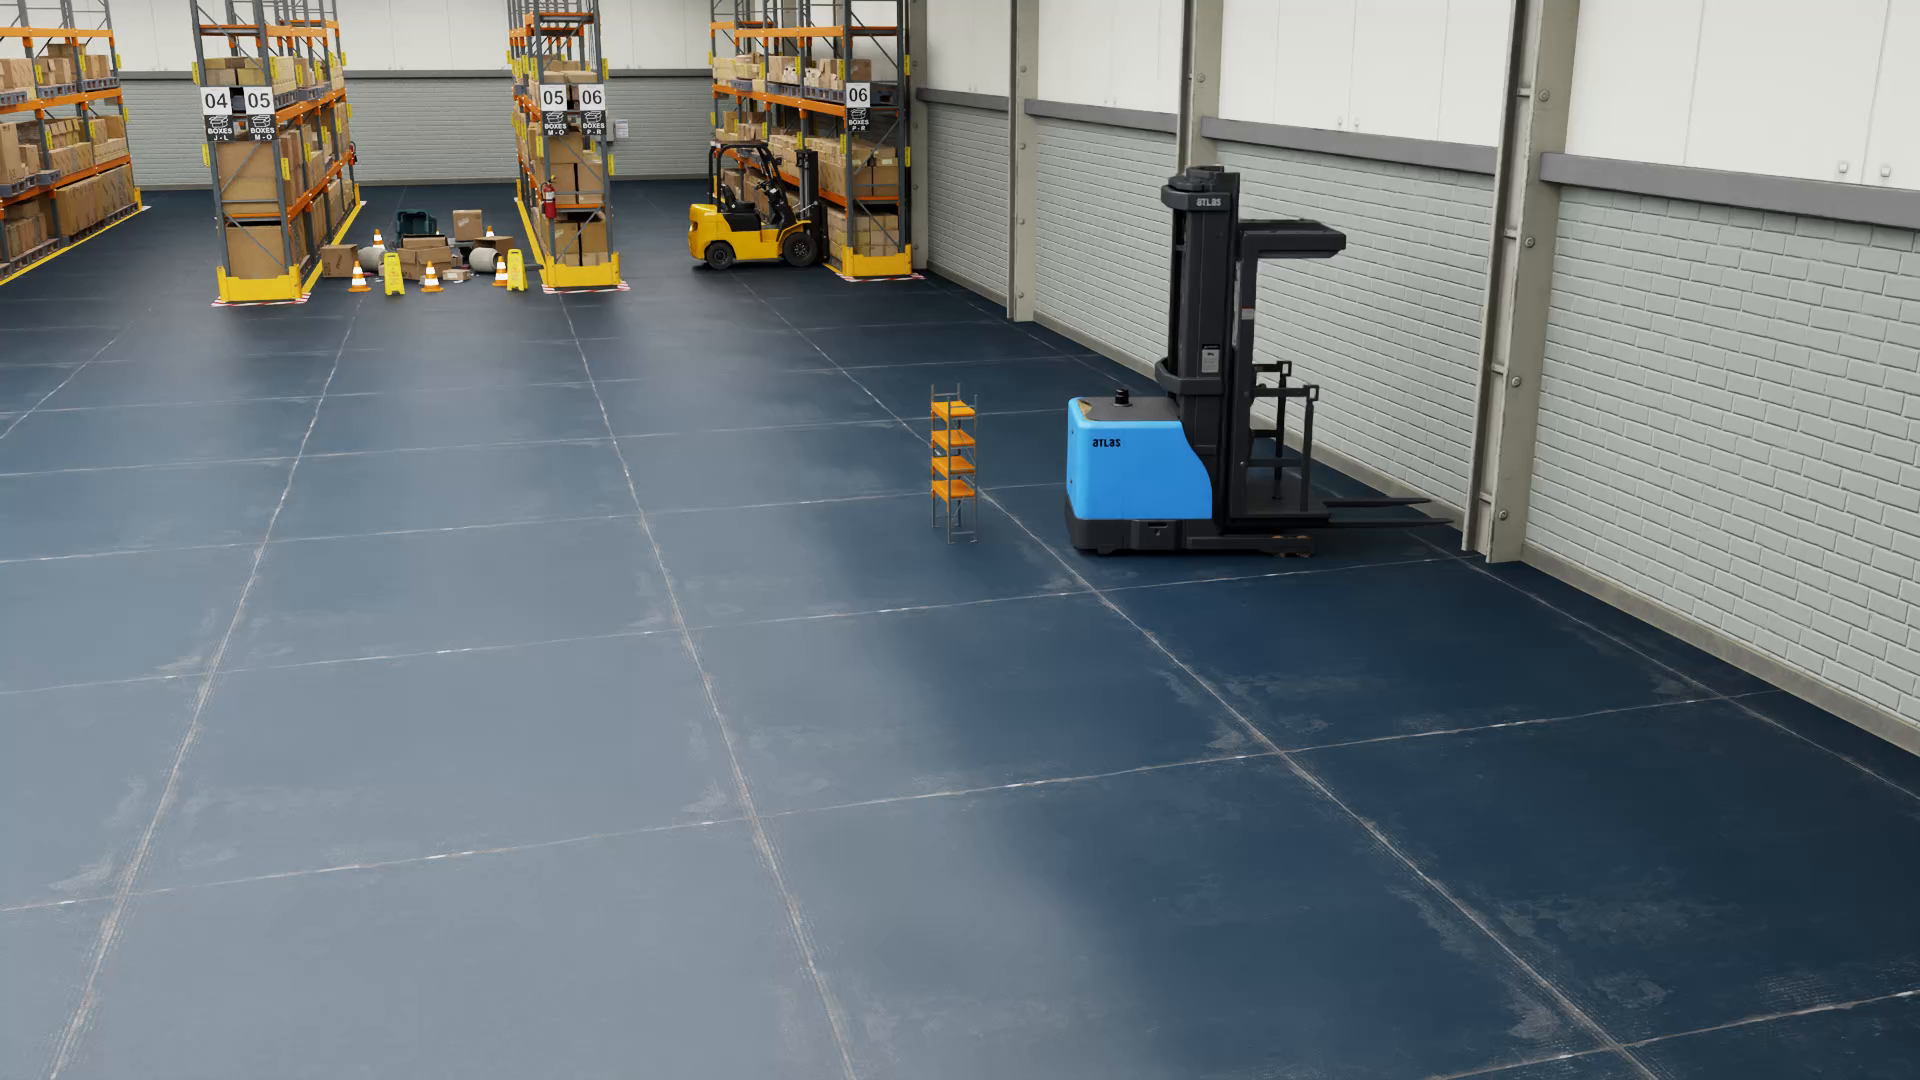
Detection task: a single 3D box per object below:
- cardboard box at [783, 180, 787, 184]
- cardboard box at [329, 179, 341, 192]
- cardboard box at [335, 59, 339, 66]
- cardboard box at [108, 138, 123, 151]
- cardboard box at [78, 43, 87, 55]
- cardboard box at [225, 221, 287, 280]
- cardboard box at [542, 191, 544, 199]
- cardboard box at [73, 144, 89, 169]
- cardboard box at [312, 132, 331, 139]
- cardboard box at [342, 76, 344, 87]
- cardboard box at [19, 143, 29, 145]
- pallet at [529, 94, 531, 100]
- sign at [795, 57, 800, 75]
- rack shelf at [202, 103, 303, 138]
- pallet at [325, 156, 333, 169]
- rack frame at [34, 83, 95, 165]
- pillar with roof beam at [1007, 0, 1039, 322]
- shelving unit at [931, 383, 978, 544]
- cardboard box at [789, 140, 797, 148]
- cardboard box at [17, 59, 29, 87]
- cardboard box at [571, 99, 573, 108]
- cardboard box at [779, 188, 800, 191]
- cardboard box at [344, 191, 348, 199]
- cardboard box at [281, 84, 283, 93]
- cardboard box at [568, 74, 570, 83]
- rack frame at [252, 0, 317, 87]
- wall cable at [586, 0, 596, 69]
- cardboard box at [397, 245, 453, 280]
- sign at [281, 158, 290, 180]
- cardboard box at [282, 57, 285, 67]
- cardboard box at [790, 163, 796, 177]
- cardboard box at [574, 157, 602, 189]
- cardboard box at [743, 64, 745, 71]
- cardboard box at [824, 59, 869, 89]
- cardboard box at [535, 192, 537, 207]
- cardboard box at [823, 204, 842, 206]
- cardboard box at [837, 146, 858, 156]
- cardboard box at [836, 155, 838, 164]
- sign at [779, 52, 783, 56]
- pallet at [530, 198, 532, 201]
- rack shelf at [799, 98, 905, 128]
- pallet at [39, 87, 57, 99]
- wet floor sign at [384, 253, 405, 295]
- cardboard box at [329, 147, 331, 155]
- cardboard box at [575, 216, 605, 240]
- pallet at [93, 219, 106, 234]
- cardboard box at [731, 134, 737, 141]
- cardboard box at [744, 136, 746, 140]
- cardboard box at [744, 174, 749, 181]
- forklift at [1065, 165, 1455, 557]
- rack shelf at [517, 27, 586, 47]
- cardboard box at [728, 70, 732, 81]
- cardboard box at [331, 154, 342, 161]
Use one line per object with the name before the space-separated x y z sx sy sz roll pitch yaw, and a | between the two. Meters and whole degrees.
cardboard box | -3.775 -8.024 37.440 0.380 0.149 0.250 -5 17 -16
cardboard box | -13.790 -7.723 36.259 0.500 0.250 0.500 -5 17 -17
cardboard box | -14.741 -11.167 38.899 0.380 0.149 0.250 -4 17 -14
cardboard box | -19.606 -9.105 38.293 0.500 0.250 0.500 -5 17 -16
cardboard box | -19.588 -10.821 36.667 0.500 0.250 0.500 -5 18 -17
cardboard box | -11.190 -4.592 26.489 0.875 0.875 0.875 -5 17 -15
cardboard box | -6.842 -5.815 28.032 0.380 0.149 0.250 -4 17 -14
cardboard box | -18.514 -7.984 34.644 0.500 0.500 0.500 -4 17 -14
cardboard box | -13.939 -8.816 36.259 0.380 0.149 0.250 -4 17 -13
cardboard box | -14.957 -10.912 39.611 0.500 0.250 0.500 -5 17 -16
cardboard box | -17.748 -7.178 31.230 0.500 0.500 0.500 -7 18 -22
pallet | -7.375 -8.278 30.908 1.213 0.211 1.003 -5 17 -15
sign | -3.055 -8.935 31.323 0.100 0.325 0.005 -5 17 -15
rack shelf | -11.489 -6.872 27.151 1.077 0.370 4.000 -5 17 -15
pallet | -13.722 -7.892 34.843 1.003 0.211 1.213 -5 17 -15
rack frame | -19.034 -8.181 35.475 1.000 3.000 0.127 -5 17 -15
pillar with roof beam | -3.252 -7.176 21.700 9.100 9.000 0.400 -5 17 -15
shelving unit | -0.046 -0.620 13.432 0.258 1.200 0.503 -5 17 -15
cardboard box | -3.223 -7.932 33.343 0.380 0.149 0.250 -5 17 -15
cardboard box | -17.412 -8.546 30.431 0.500 0.500 0.500 -5 17 -15
cardboard box | -6.277 -7.287 27.721 0.380 0.149 0.250 -5 17 -16
cardboard box | -3.477 -7.142 35.413 0.875 0.625 0.625 -4 17 -13
cardboard box | -14.420 -8.005 38.594 0.380 0.149 0.250 -5 17 -16
cardboard box | -11.003 -7.191 26.497 0.380 0.149 0.250 -5 17 -15
cardboard box | -6.194 -7.527 27.132 0.380 0.149 0.250 -5 17 -15
rack frame | -13.138 -10.312 32.141 1.000 3.000 0.127 -5 17 -15
wall cable | -9.026 -14.782 46.956 2.988 3.039 0.133 -5 17 -15
cardboard box | -9.125 -4.736 28.343 0.637 0.503 0.797 11 20 32
sign | -10.404 -5.721 25.642 0.100 0.325 0.005 -5 17 -15
cardboard box | -11.214 -7.784 27.084 0.380 0.149 0.250 -4 17 -15
cardboard box | -3.069 -7.331 32.904 0.500 0.250 0.500 -5 17 -16
cardboard box | -6.358 -6.273 28.430 0.500 0.500 0.500 -5 17 -16
cardboard box | -4.654 -10.598 37.321 0.380 0.149 0.250 -5 17 -15
cardboard box | -1.978 -8.167 29.135 0.700 0.500 0.500 -5 17 -15
cardboard box | -9.003 -7.734 36.949 0.875 0.875 0.875 -4 17 -14
cardboard box | -2.426 -6.071 30.761 0.500 0.250 0.500 -4 17 -13
cardboard box | -1.933 -6.759 28.919 0.380 0.149 0.250 -4 17 -14
cardboard box | -1.970 -6.686 29.194 0.380 0.149 0.250 -5 17 -16
sign | -4.202 -11.276 38.980 0.100 0.325 0.005 -5 17 -15
pallet | -9.978 -8.184 40.331 1.003 0.211 1.213 -5 17 -15
rack shelf | -1.986 -7.684 29.856 1.077 0.370 4.000 -5 17 -15
pallet | -18.163 -8.595 31.966 1.213 0.211 1.003 -4 17 -13
wet floor sign | -9.028 -4.247 26.470 0.267 0.644 0.232 -8 18 -25
cardboard box | -13.799 -8.391 35.880 0.380 0.149 0.250 -5 17 -15
cardboard box | -6.319 -5.285 28.578 0.500 0.500 0.500 -5 18 -17
pallet | -18.750 -6.638 35.185 1.003 0.211 1.213 -5 17 -15
cardboard box | -5.261 -9.688 40.234 0.500 0.250 0.500 -5 17 -15
cardboard box | -4.721 -9.081 37.971 0.396 0.266 0.258 -4 17 -13
cardboard box | -4.892 -8.553 39.198 0.380 0.149 0.250 -4 17 -13
forklift | 2.396 -1.422 13.092 3.031 2.935 1.130 0 17 -1
rack shelf | -7.857 -9.642 31.856 1.077 0.370 4.000 -5 17 -15
cardboard box | -5.261 -11.122 39.794 0.500 0.250 0.500 -5 18 -17
cardboard box | -14.001 -8.530 37.070 0.380 0.149 0.250 -4 17 -13
